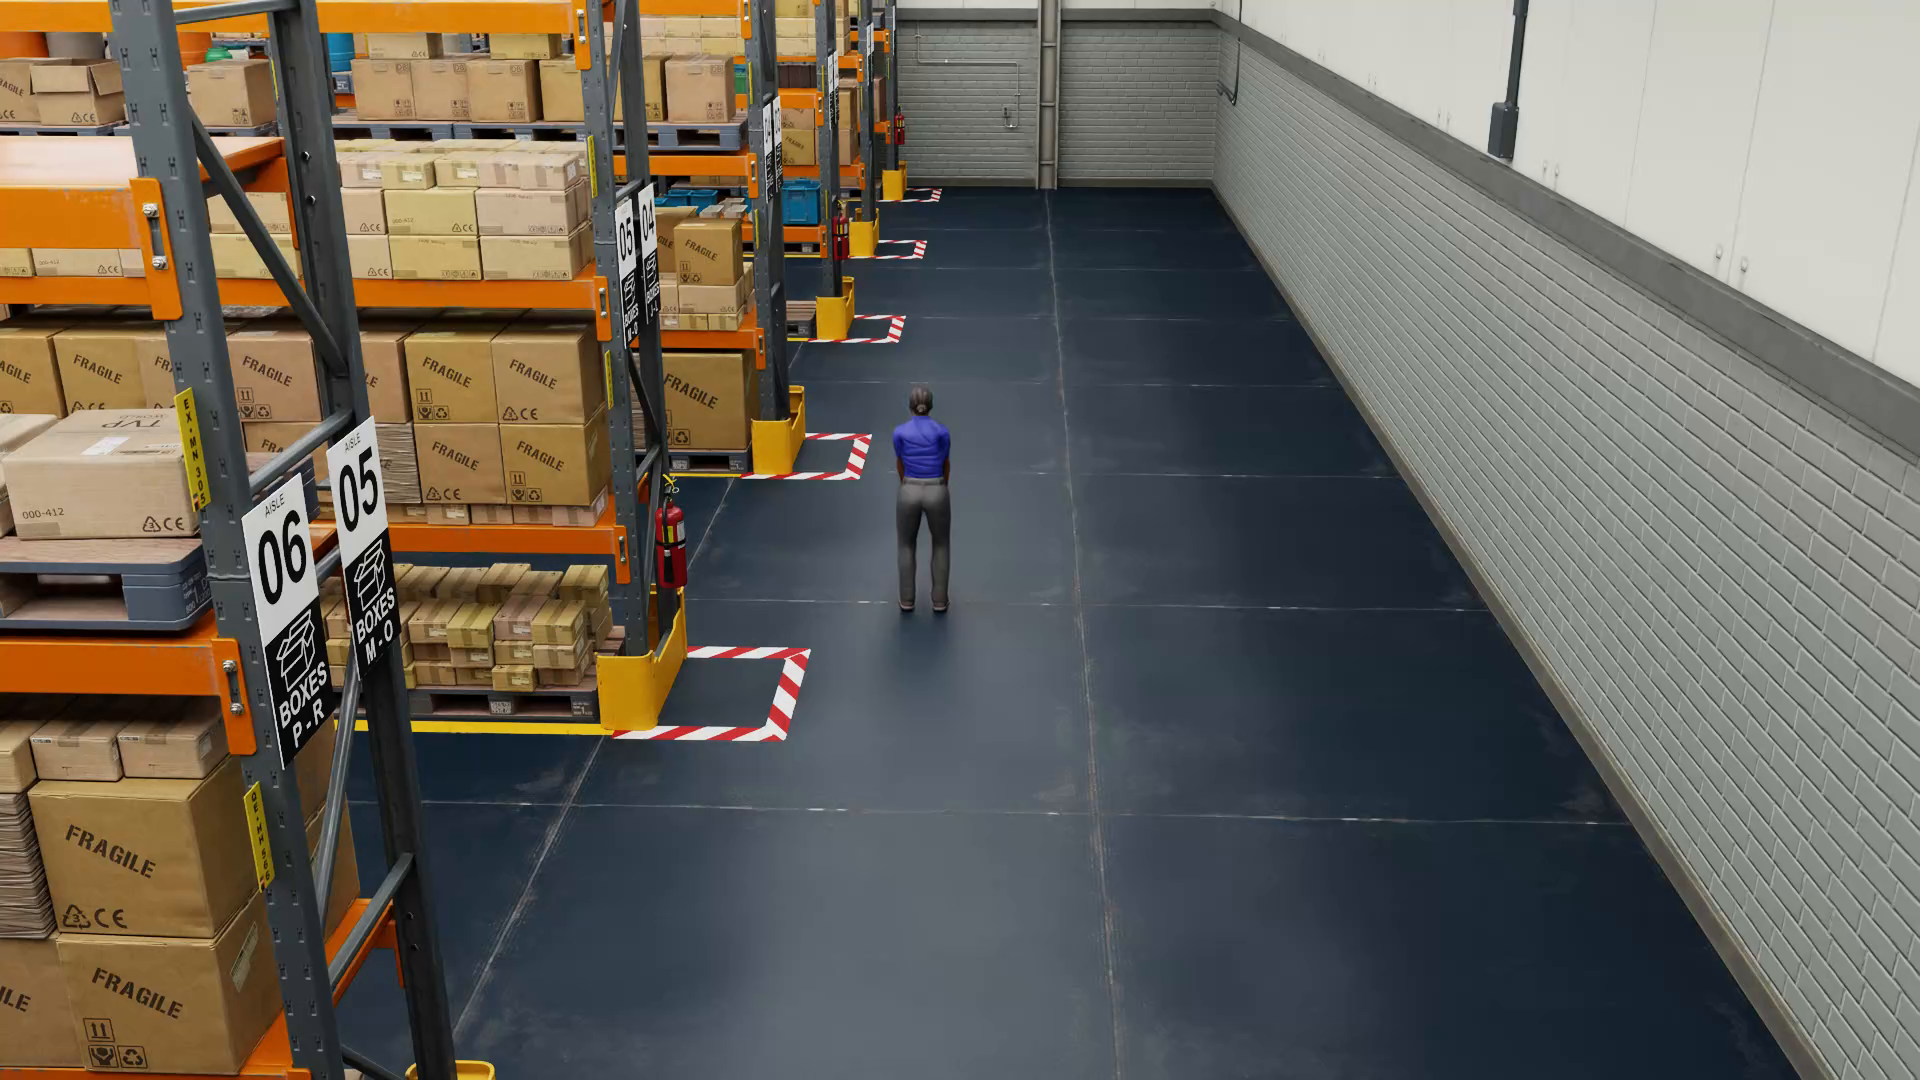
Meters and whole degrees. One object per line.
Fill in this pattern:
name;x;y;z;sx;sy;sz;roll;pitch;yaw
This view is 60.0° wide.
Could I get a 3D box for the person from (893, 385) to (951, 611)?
person;-0.270;-0.316;11.944;0.412;1.647;0.529;0;21;1
